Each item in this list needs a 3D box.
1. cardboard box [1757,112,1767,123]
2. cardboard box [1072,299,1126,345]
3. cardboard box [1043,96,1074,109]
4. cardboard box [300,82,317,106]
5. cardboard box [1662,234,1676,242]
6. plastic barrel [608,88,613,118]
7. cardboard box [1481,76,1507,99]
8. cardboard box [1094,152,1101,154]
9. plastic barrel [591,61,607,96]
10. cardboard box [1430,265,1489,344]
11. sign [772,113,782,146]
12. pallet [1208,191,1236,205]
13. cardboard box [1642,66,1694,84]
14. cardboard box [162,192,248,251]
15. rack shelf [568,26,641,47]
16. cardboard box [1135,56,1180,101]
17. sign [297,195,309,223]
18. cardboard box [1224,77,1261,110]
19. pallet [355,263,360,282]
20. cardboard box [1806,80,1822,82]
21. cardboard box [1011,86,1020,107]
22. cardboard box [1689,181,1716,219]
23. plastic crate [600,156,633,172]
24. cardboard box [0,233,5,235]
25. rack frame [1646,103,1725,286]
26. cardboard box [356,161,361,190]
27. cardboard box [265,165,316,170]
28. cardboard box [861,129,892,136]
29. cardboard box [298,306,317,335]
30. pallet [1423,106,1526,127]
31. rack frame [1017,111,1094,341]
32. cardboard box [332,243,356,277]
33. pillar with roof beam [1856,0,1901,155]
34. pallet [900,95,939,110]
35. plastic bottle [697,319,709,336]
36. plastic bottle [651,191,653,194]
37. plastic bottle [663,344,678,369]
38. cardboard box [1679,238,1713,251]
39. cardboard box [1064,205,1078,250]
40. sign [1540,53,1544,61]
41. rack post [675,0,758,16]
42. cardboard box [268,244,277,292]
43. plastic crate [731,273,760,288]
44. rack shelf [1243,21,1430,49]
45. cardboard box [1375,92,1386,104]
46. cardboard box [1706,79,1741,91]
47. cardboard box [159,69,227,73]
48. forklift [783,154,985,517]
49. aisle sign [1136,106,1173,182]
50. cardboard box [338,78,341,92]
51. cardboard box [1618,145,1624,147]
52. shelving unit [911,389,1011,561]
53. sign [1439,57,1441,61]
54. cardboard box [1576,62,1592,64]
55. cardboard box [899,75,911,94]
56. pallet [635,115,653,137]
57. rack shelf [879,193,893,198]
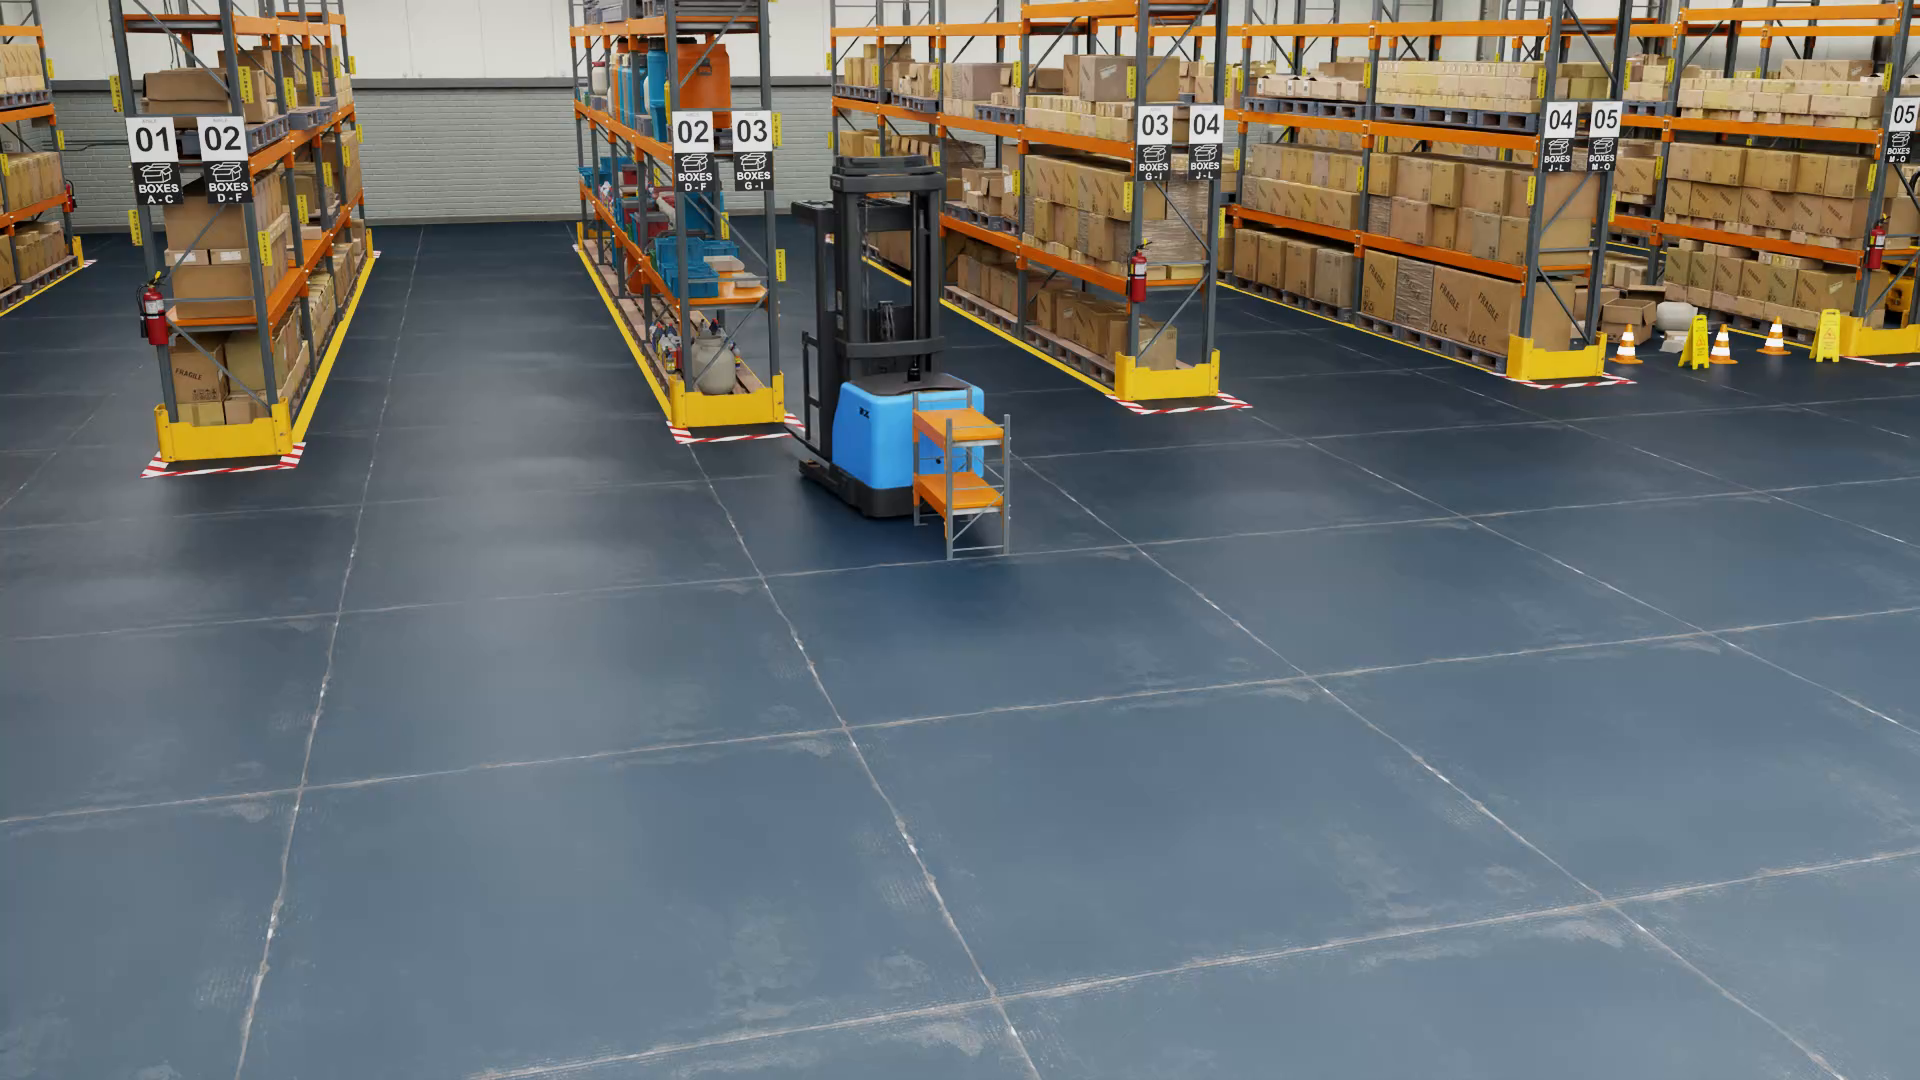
[{"bbox_3d":[11.073,-5.739,22.567,0.380,0.149,0.250,-5,17,-15],"label":"cardboard box"},{"bbox_3d":[1.753,-2.739,20.972,0.500,0.500,0.500,-6,18,-20],"label":"cardboard box"},{"bbox_3d":[1.257,-5.469,20.797,0.380,0.149,0.250,-5,17,-15],"label":"cardboard box"},{"bbox_3d":[-9.647,-6.240,23.624,0.910,0.500,0.500,-5,17,-15],"label":"cardboard box"},{"bbox_3d":[13.714,-5.986,31.780,0.500,0.500,0.500,-5,18,-17],"label":"cardboard box"},{"bbox_3d":[-4.800,-6.267,23.694,0.421,0.512,0.421,0,17,0],"label":"plastic barrel"},{"bbox_3d":[6.627,-5.438,19.968,0.500,0.250,0.500,-5,17,-15],"label":"cardboard box"},{"bbox_3d":[2.922,-7.618,32.907,0.500,0.500,0.500,-4,17,-15],"label":"cardboard box"},{"bbox_3d":[-5.786,-7.531,27.129,0.433,0.535,0.433,0,17,0],"label":"plastic barrel"},{"bbox_3d":[6.673,-3.039,21.319,0.875,0.875,0.875,-5,17,-16],"label":"cardboard box"},{"bbox_3d":[-1.862,-4.158,16.849,0.100,0.325,0.005,-5,17,-15],"label":"sign"},{"bbox_3d":[4.670,-5.740,27.680,1.213,0.211,1.003,-5,17,-15],"label":"pallet"},{"bbox_3d":[10.517,-6.911,24.694,0.500,0.250,0.500,-4,17,-14],"label":"cardboard box"},{"bbox_3d":[-7.286,-3.098,16.122,0.700,0.500,0.500,-5,17,-15],"label":"cardboard box"},{"bbox_3d":[-6.240,-8.884,29.331,1.077,0.370,4.000,-5,17,-15],"label":"rack shelf"},{"bbox_3d":[2.222,-5.364,19.322,0.500,0.500,0.500,-5,17,-15],"label":"cardboard box"},{"bbox_3d":[-7.722,-3.887,19.536,0.100,0.325,0.005,-5,17,-15],"label":"sign"},{"bbox_3d":[4.567,-7.265,27.037,0.500,0.500,0.500,-5,17,-15],"label":"cardboard box"},{"bbox_3d":[-10.642,-4.458,27.925,1.003,0.211,1.213,-5,17,-15],"label":"pallet"},{"bbox_3d":[11.614,-6.162,22.589,0.380,0.149,0.250,-4,17,-15],"label":"cardboard box"},{"bbox_3d":[0.916,-5.998,22.495,0.396,0.266,0.258,-4,17,-13],"label":"cardboard box"},{"bbox_3d":[10.812,-4.865,23.745,0.500,0.500,0.500,-5,17,-15],"label":"cardboard box"},{"bbox_3d":[-6.518,-7.068,31.602,0.616,0.435,0.499,-5,17,-15],"label":"plastic crate"},{"bbox_3d":[-15.693,-4.903,27.047,0.380,0.149,0.250,-5,18,-17],"label":"cardboard box"},{"bbox_3d":[10.799,-4.956,24.737,1.000,3.000,0.127,-5,17,-15],"label":"rack frame"},{"bbox_3d":[-11.022,-6.512,29.743,0.500,0.500,0.500,-5,17,-15],"label":"cardboard box"},{"bbox_3d":[-10.289,-5.518,25.705,0.700,0.500,0.500,-2,17,-6],"label":"cardboard box"},{"bbox_3d":[-1.640,-7.807,32.670,0.500,0.500,0.500,-4,17,-15],"label":"cardboard box"},{"bbox_3d":[-8.129,-2.677,20.225,0.500,0.311,0.500,-5,17,-15],"label":"cardboard box"},{"bbox_3d":[6.614,-5.367,21.044,1.003,0.211,1.213,-5,17,-15],"label":"pallet"},{"bbox_3d":[1.271,-4.172,22.128,1.000,3.000,0.127,-5,17,-15],"label":"rack frame"},{"bbox_3d":[-10.043,-4.503,26.808,0.500,0.500,0.500,-5,17,-16],"label":"cardboard box"},{"bbox_3d":[11.557,-8.699,26.770,9.100,9.000,0.400,-5,17,-15],"label":"pillar with roof beam"},{"bbox_3d":[-0.367,-7.108,27.015,1.003,0.211,1.213,-4,17,-13],"label":"pallet"},{"bbox_3d":[-3.176,-2.556,20.587,0.144,0.351,0.185,-5,17,-15],"label":"plastic bottle"},{"bbox_3d":[-4.895,-5.435,26.555,0.097,0.271,0.097,0,17,0],"label":"plastic bottle"},{"bbox_3d":[-3.361,-2.126,19.285,0.152,0.276,0.135,-5,17,-15],"label":"plastic bottle"},{"bbox_3d":[10.678,-4.286,24.125,0.380,0.149,0.250,-4,17,-14],"label":"cardboard box"},{"bbox_3d":[1.770,-3.820,20.266,0.875,0.500,0.500,-5,17,-15],"label":"cardboard box"},{"bbox_3d":[12.812,-10.568,36.665,0.100,0.325,0.005,-5,17,-15],"label":"sign"},{"bbox_3d":[-2.478,-5.527,17.080,0.937,0.300,0.954,-3,17,-9],"label":"rack post"},{"bbox_3d":[-7.700,-2.890,17.685,0.700,0.500,0.500,-4,17,-14],"label":"cardboard box"},{"bbox_3d":[-2.329,-2.821,18.088,0.298,0.136,0.250,-5,17,-15],"label":"plastic crate"},{"bbox_3d":[5.518,-7.427,24.480,1.077,0.370,4.000,-5,17,-15],"label":"rack shelf"},{"bbox_3d":[5.841,-5.974,22.446,0.380,0.149,0.250,-5,17,-16],"label":"cardboard box"},{"bbox_3d":[10.735,-6.398,23.373,0.380,0.149,0.250,-5,18,-17],"label":"cardboard box"},{"bbox_3d":[-7.924,-4.679,17.448,0.797,0.503,0.637,-3,17,-9],"label":"cardboard box"},{"bbox_3d":[-0.837,-1.973,14.924,1.130,2.935,3.031,-7,18,-23],"label":"forklift"},{"bbox_3d":[2.099,-4.270,17.935,0.394,0.787,0.004,-5,17,-15],"label":"aisle sign"},{"bbox_3d":[-10.488,-7.500,27.382,0.500,0.250,0.500,-5,17,-15],"label":"cardboard box"},{"bbox_3d":[10.155,-6.031,25.769,0.380,0.149,0.250,-5,18,-18],"label":"cardboard box"},{"bbox_3d":[-0.002,-0.541,13.296,0.538,1.125,1.048,-5,17,-15],"label":"shelving unit"},{"bbox_3d":[9.120,-9.049,31.704,0.100,0.325,0.005,-5,17,-15],"label":"sign"},{"bbox_3d":[12.854,-9.569,33.755,0.500,0.250,0.500,-5,17,-16],"label":"cardboard box"},{"bbox_3d":[-0.713,-7.670,27.982,0.500,0.311,0.500,-5,18,-17],"label":"cardboard box"},{"bbox_3d":[-3.199,-4.935,19.782,1.213,0.211,1.003,-5,17,-15],"label":"pallet"},{"bbox_3d":[-0.378,-5.488,27.757,1.077,0.370,4.000,-5,17,-15],"label":"rack shelf"}]
